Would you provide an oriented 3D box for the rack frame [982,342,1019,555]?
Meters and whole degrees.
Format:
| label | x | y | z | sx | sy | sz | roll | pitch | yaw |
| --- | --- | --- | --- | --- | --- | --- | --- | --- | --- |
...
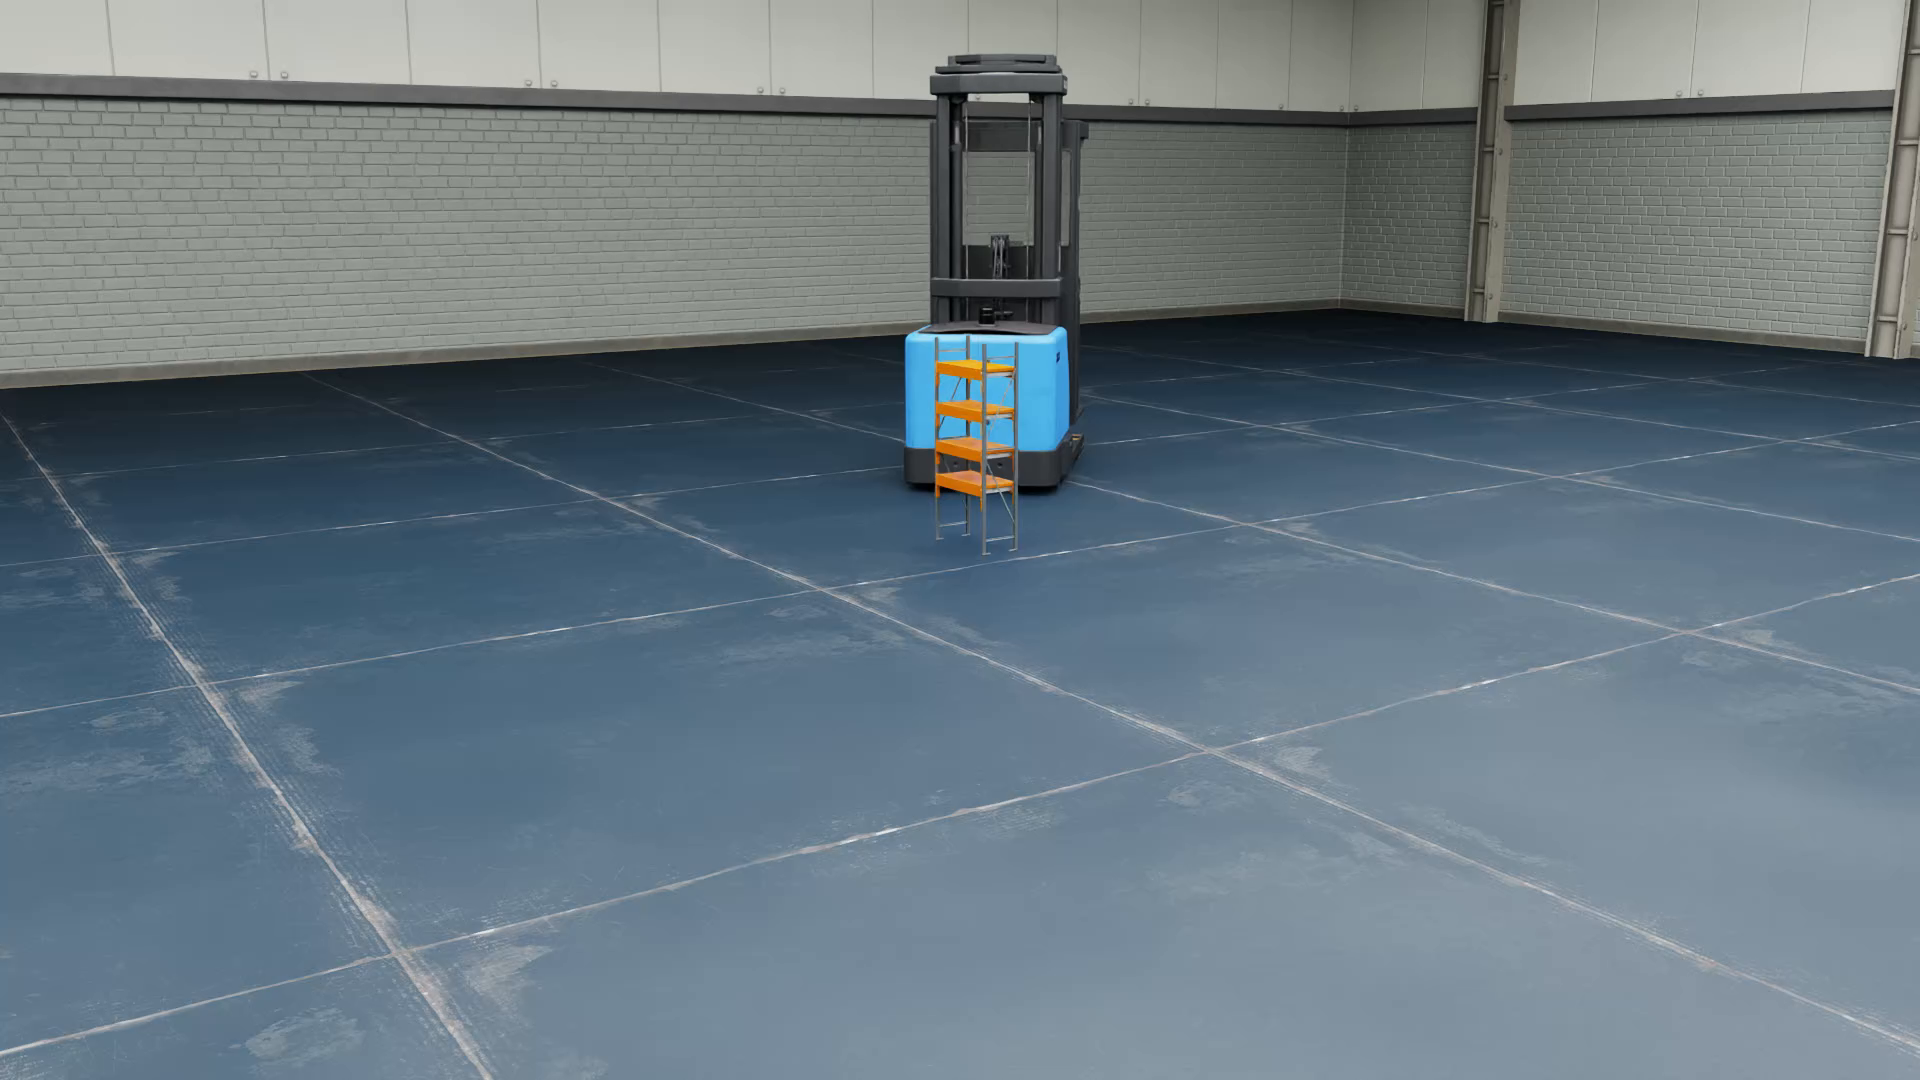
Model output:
| label | x | y | z | sx | sy | sz | roll | pitch | yaw |
| --- | --- | --- | --- | --- | --- | --- | --- | --- | --- |
| rack frame | 0.227 | -0.513 | 9.401 | 0.240 | 1.200 | 0.015 | -8 | 15 | -33 |

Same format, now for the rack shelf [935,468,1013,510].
| label | x | y | z | sx | sy | sz | roll | pitch | yaw |
| --- | --- | --- | --- | --- | --- | --- | --- | --- | --- |
| rack shelf | 0.092 | -0.297 | 9.656 | 0.258 | 0.148 | 0.480 | -8 | 15 | -33 |

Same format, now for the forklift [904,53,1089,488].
| label | x | y | z | sx | sy | sz | roll | pitch | yaw |
| --- | --- | --- | --- | --- | --- | --- | --- | --- | --- |
| forklift | 0.363 | -2.053 | 12.389 | 1.130 | 2.935 | 3.031 | 2 | 12 | 9 |

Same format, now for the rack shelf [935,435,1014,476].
| label | x | y | z | sx | sy | sz | roll | pitch | yaw |
| --- | --- | --- | --- | --- | --- | --- | --- | --- | --- |
| rack shelf | 0.092 | -0.491 | 9.613 | 0.258 | 0.148 | 0.480 | -8 | 15 | -33 |

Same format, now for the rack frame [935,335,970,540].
| label | x | y | z | sx | sy | sz | roll | pitch | yaw |
| --- | --- | --- | --- | --- | --- | --- | --- | --- | --- |
| rack frame | -0.043 | -0.600 | 9.797 | 0.240 | 1.200 | 0.015 | -8 | 15 | -33 |

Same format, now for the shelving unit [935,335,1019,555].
| label | x | y | z | sx | sy | sz | roll | pitch | yaw |
| --- | --- | --- | --- | --- | --- | --- | --- | --- | --- |
| shelving unit | 0.092 | -0.557 | 9.599 | 0.258 | 1.200 | 0.503 | -8 | 15 | -33 |

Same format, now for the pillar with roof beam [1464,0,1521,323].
| label | x | y | z | sx | sy | sz | roll | pitch | yaw |
| --- | --- | --- | --- | --- | --- | --- | --- | --- | --- |
| pillar with roof beam | 4.176 | -7.143 | 21.462 | 9.100 | 9.000 | 0.400 | -8 | 15 | -33 |

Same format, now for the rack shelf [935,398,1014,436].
| label | x | y | z | sx | sy | sz | roll | pitch | yaw |
| --- | --- | --- | --- | --- | --- | --- | --- | --- | --- |
| rack shelf | 0.092 | -0.710 | 9.566 | 0.258 | 0.148 | 0.480 | -8 | 15 | -33 |

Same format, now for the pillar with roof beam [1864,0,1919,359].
| label | x | y | z | sx | sy | sz | roll | pitch | yaw |
| --- | --- | --- | --- | --- | --- | --- | --- | --- | --- |
| pillar with roof beam | 7.500 | -6.076 | 16.583 | 9.100 | 9.000 | 0.400 | -8 | 15 | -33 |

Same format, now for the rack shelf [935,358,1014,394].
| label | x | y | z | sx | sy | sz | roll | pitch | yaw |
| --- | --- | --- | --- | --- | --- | --- | --- | --- | --- |
| rack shelf | 0.092 | -0.941 | 9.515 | 0.258 | 0.148 | 0.480 | -8 | 15 | -33 |
